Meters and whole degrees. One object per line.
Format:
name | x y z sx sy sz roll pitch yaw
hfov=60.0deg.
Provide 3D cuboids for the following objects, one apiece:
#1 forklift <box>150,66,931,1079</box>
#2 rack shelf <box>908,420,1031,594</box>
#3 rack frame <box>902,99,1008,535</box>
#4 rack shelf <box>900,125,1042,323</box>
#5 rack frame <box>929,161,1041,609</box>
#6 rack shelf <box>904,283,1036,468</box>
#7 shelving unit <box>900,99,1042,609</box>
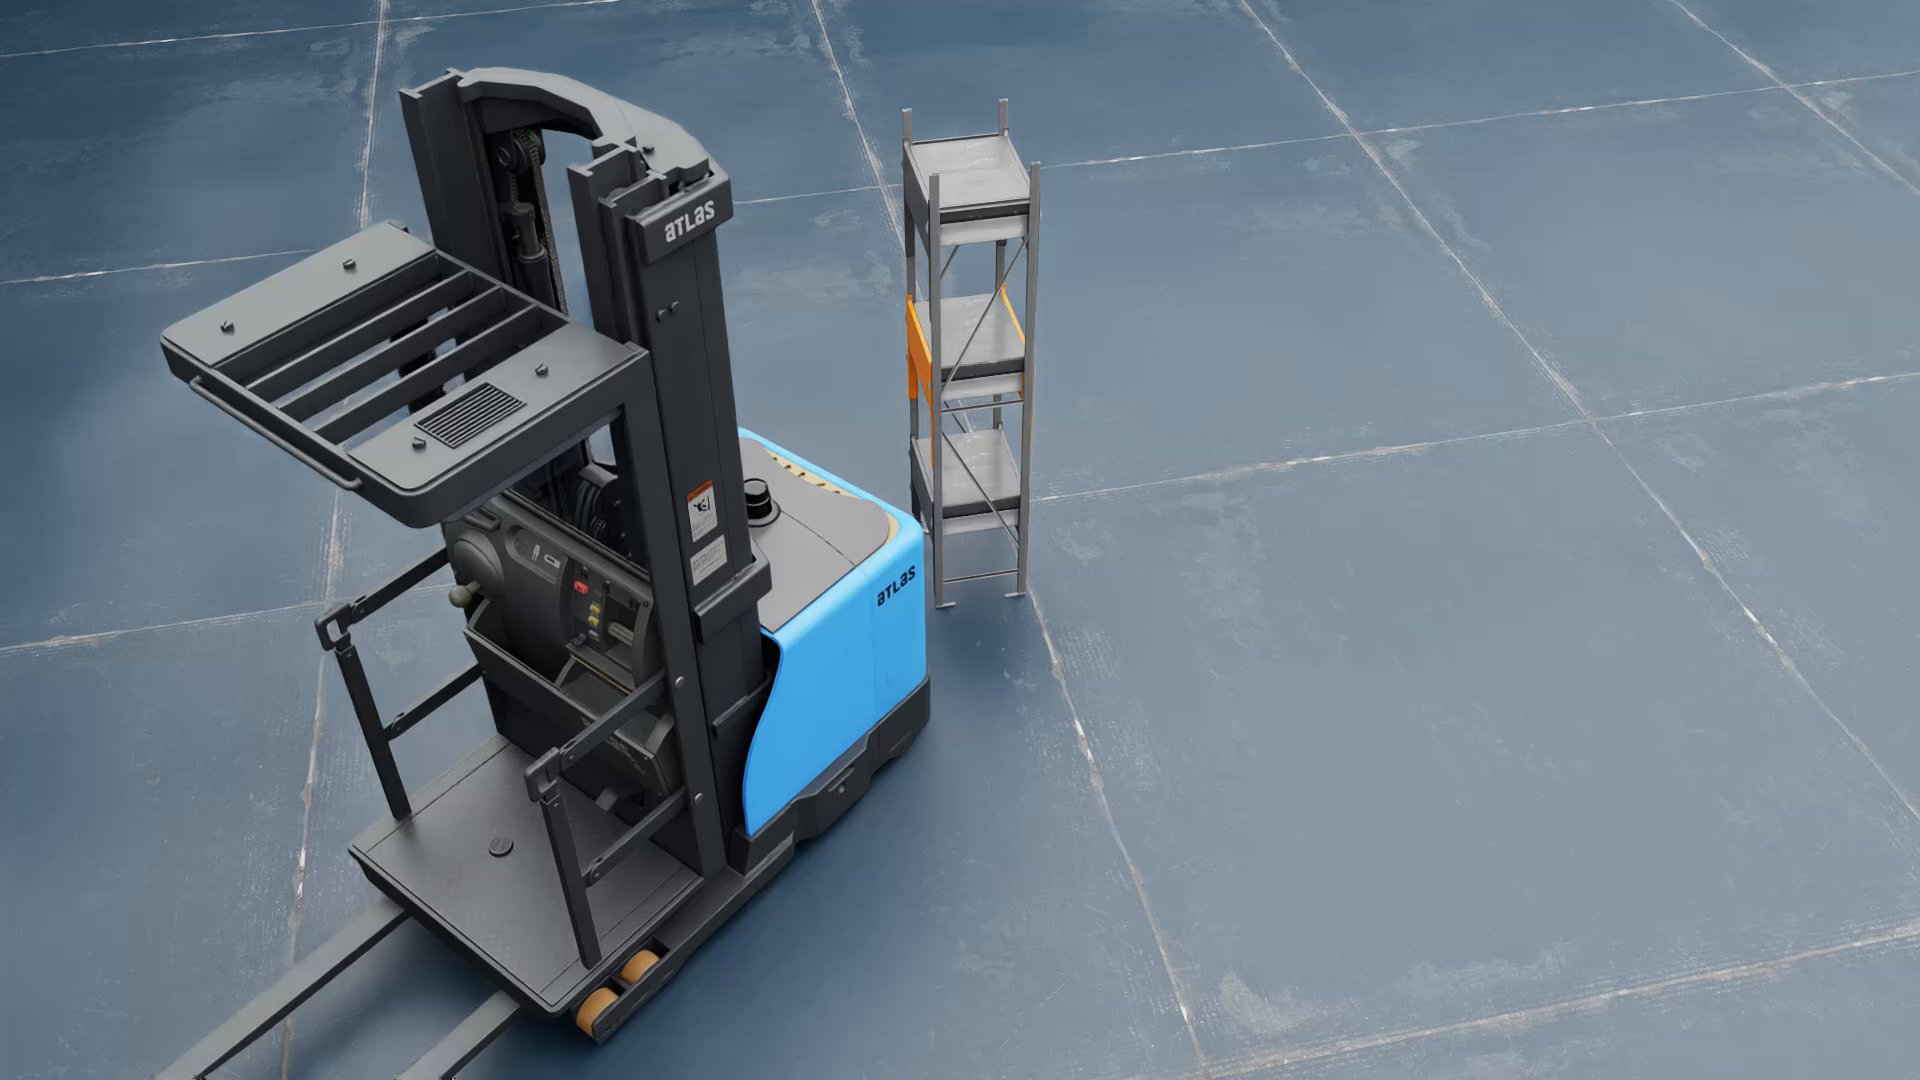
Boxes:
forklift | -1.425 0.211 5.086 1.130 2.935 3.031 28 49 28
rack shelf | 0.036 -0.144 7.188 0.431 0.518 0.480 -8 42 -9
rack frame | -0.017 -0.836 6.892 0.400 2.100 0.015 -8 42 -9
rack shelf | 0.036 -1.191 6.258 0.431 0.518 0.480 -8 42 -9
rack frame | 0.088 -0.520 6.536 0.400 2.100 0.015 -8 42 -9
rack shelf | 0.036 -0.668 6.723 0.431 0.518 0.480 -8 42 -9
shelving unit | 0.036 -0.678 6.714 0.431 2.100 0.503 -8 42 -9
